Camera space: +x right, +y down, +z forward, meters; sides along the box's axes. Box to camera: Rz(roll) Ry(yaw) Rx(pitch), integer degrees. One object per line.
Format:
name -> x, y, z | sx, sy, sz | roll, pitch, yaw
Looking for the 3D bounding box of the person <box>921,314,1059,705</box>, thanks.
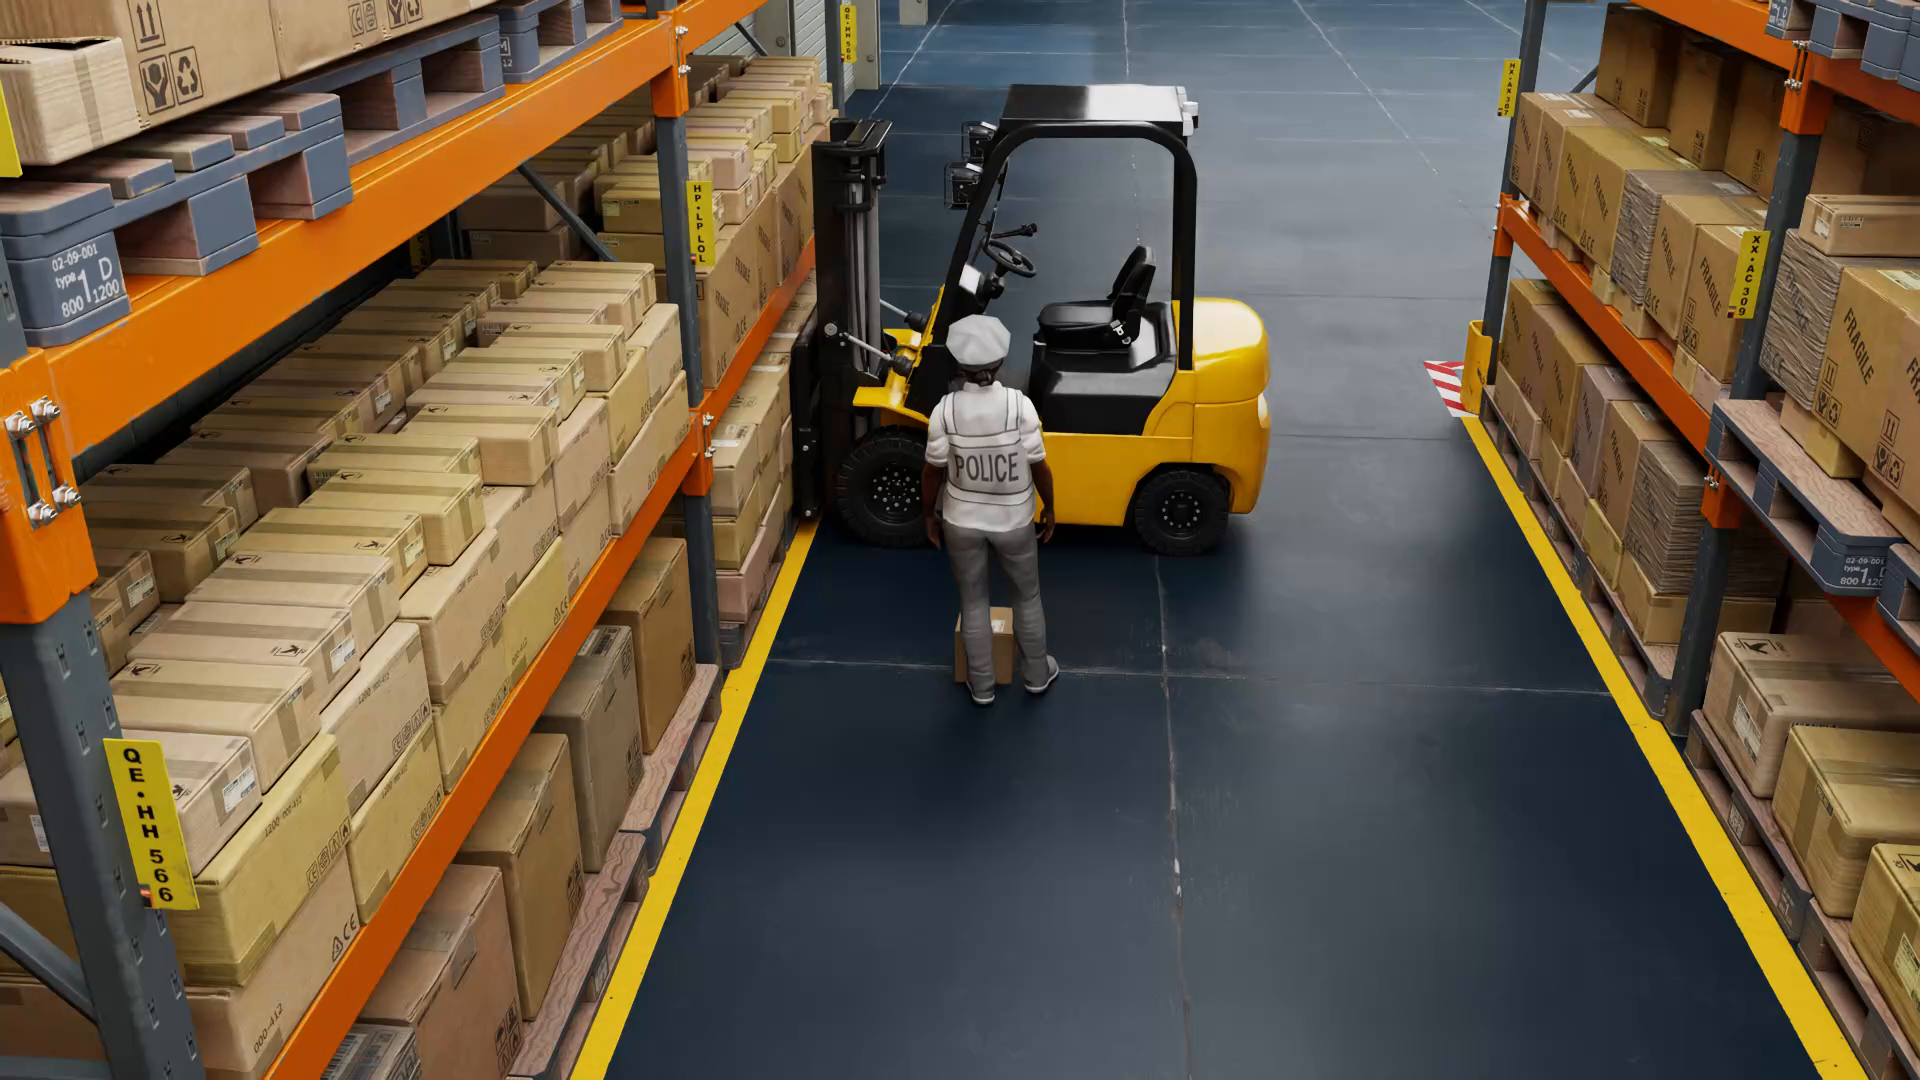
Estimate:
person -> 0.135, -0.117, 6.802 | 0.569, 1.693, 0.529 | 2, 25, 4
